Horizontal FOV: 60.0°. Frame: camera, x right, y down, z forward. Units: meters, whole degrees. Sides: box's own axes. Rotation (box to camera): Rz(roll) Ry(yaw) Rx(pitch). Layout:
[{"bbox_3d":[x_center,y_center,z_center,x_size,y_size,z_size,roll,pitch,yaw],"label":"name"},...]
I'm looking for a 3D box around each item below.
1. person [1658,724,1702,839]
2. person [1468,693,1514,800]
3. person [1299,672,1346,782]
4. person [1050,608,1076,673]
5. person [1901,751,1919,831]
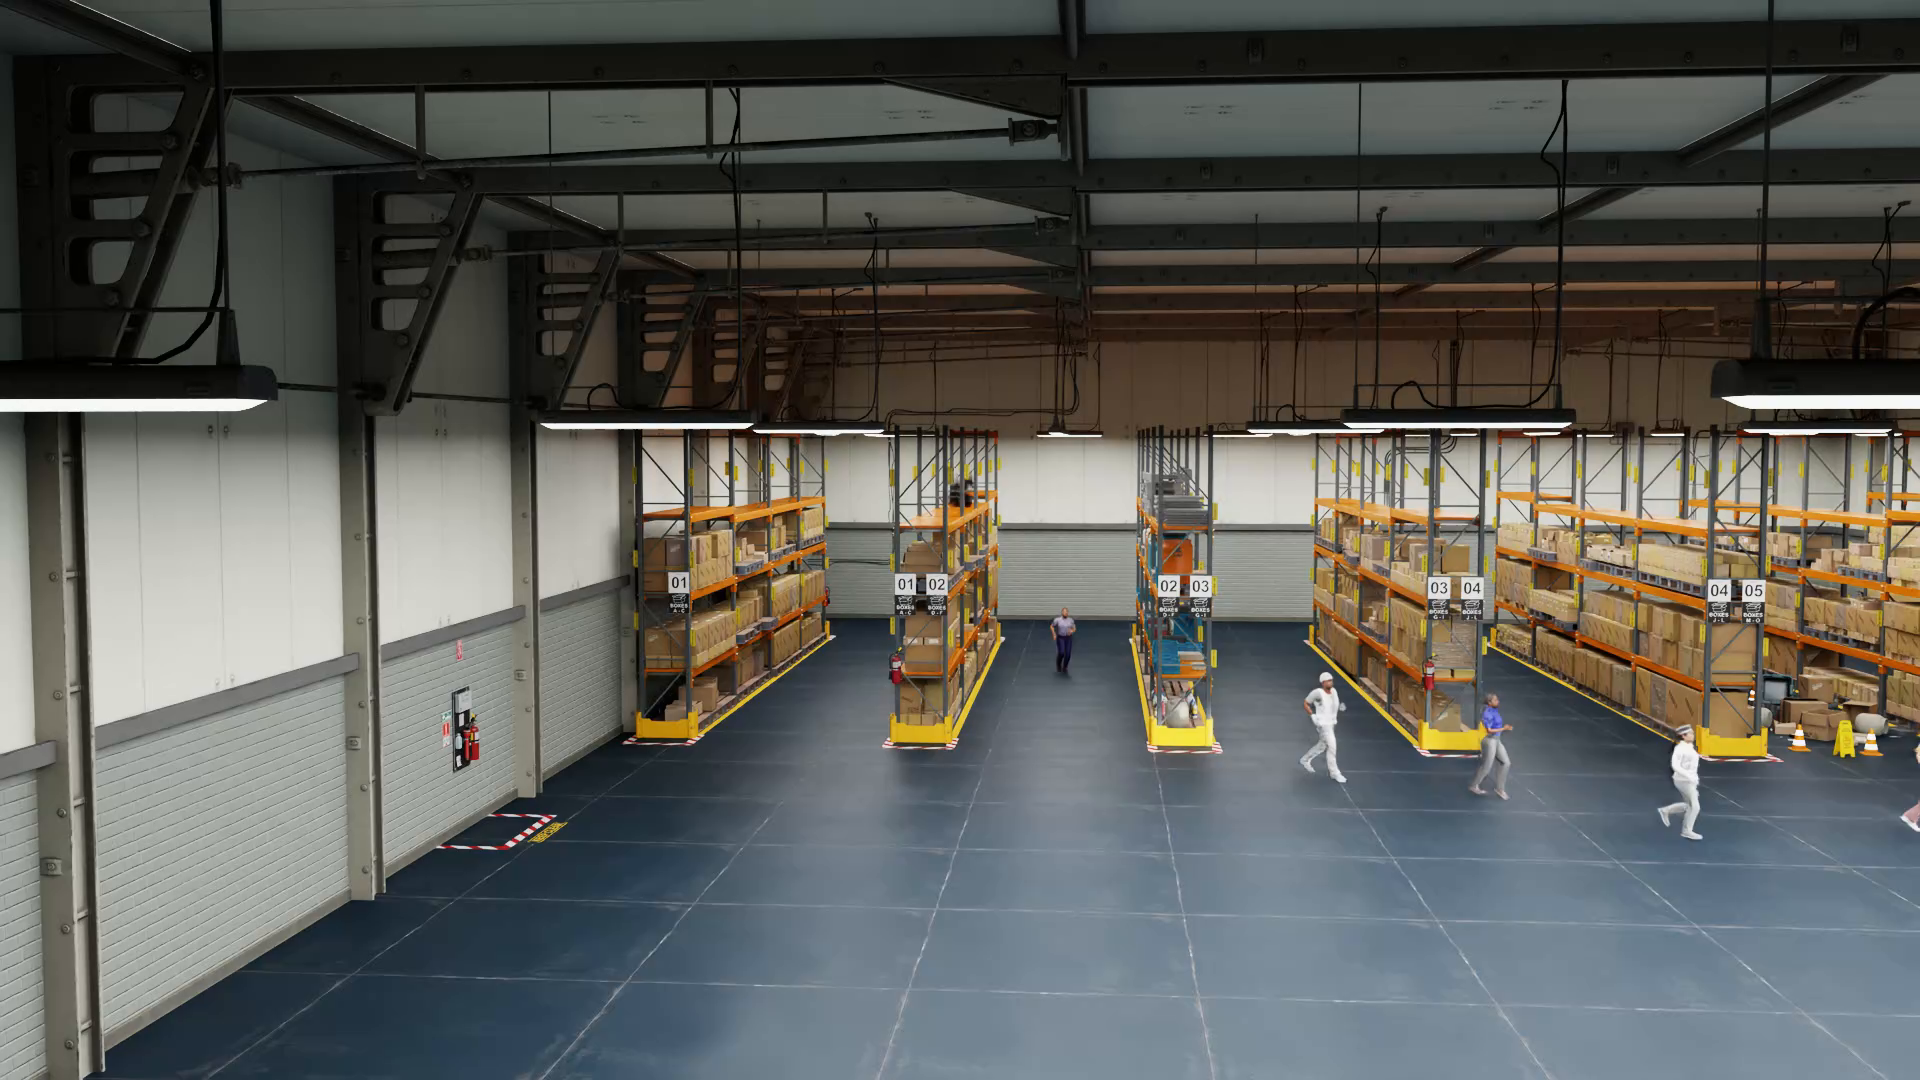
[{"bbox_3d":[10.373,3.454,23.937,0.622,1.648,0.642,3,4,36],"label":"person"},{"bbox_3d":[8.493,3.302,26.559,0.714,1.715,0.556,3,4,36],"label":"person"},{"bbox_3d":[6.179,3.132,28.149,0.918,1.804,0.662,3,5,43],"label":"person"},{"bbox_3d":[2.555,2.459,40.654,0.586,1.607,0.614,-1,3,-11],"label":"person"},{"bbox_3d":[13.984,3.436,23.753,0.966,1.647,0.573,3,5,41],"label":"person"}]
